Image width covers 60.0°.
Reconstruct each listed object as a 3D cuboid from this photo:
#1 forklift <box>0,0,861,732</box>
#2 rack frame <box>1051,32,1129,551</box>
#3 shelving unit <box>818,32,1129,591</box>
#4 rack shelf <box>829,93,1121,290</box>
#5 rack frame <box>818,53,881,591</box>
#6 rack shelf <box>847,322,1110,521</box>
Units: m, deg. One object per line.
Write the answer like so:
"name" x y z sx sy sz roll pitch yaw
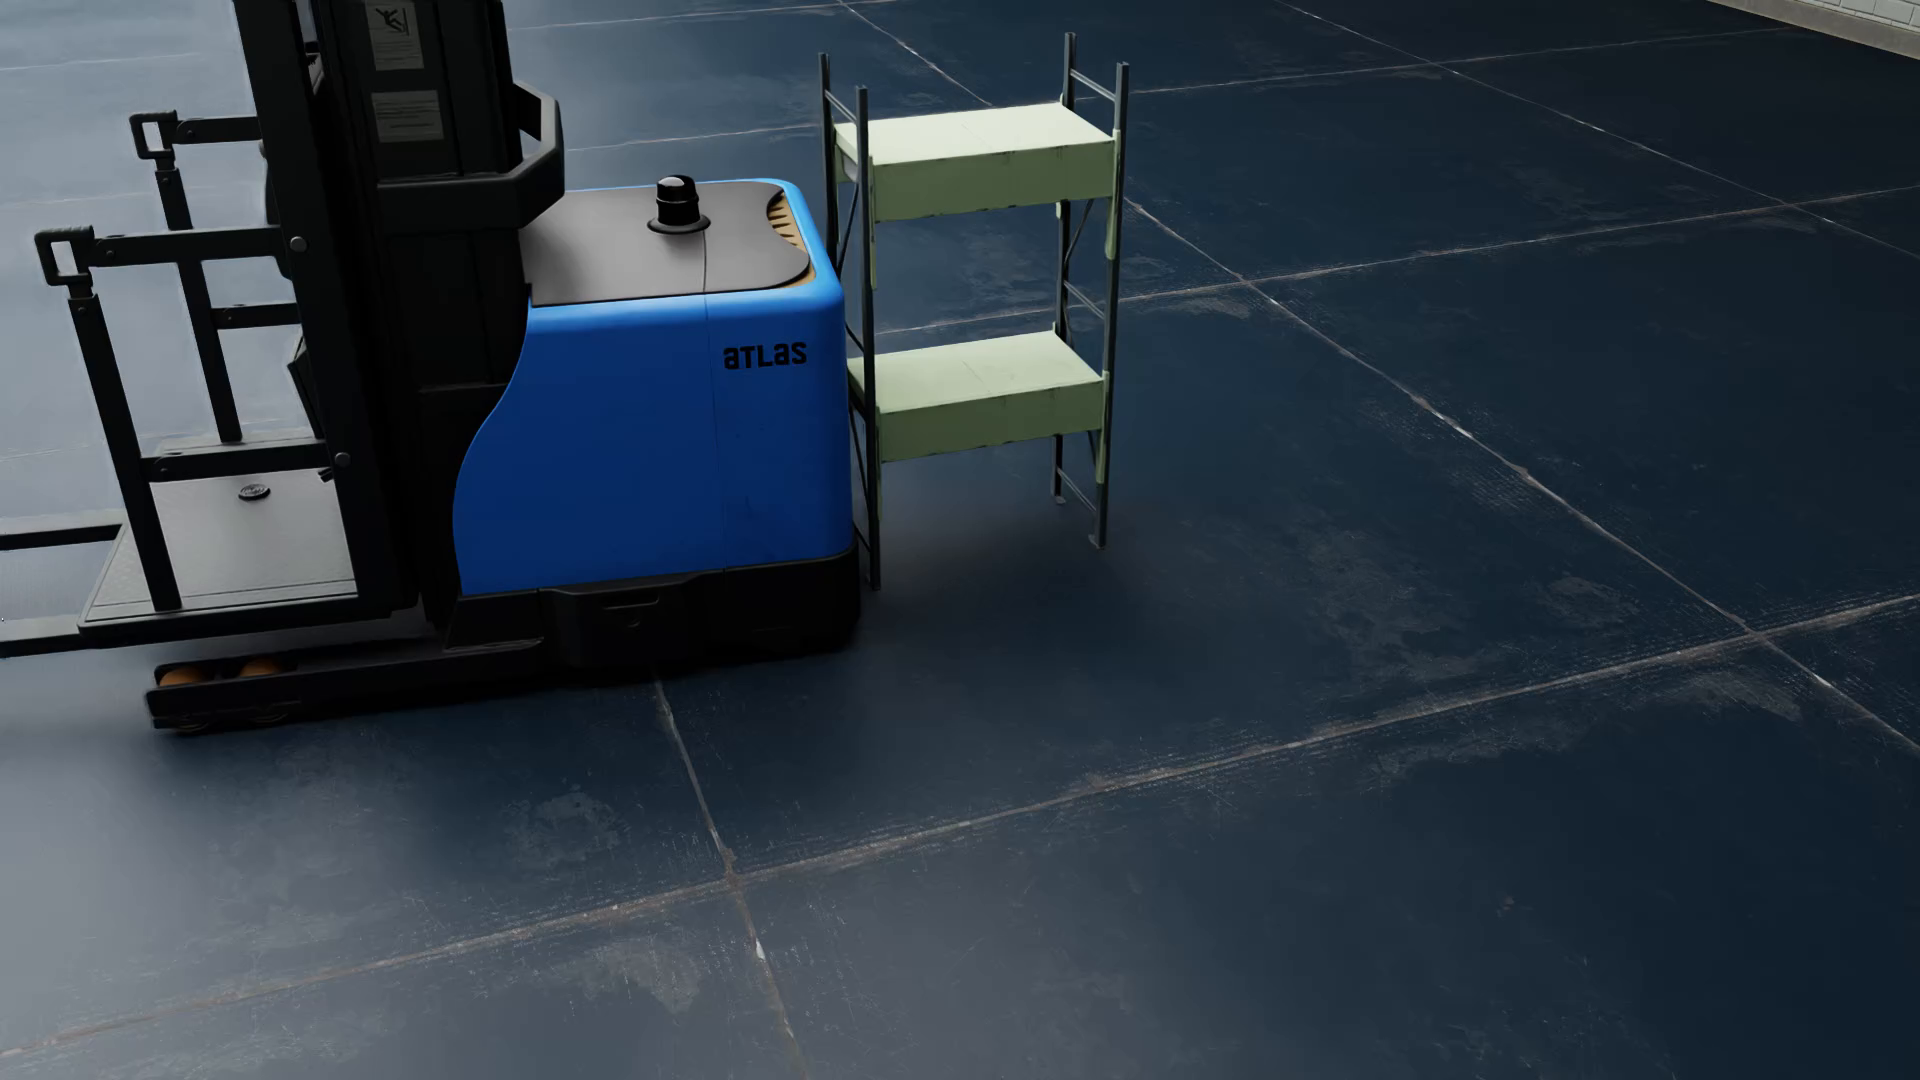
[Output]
"forklift" -1.854 -1.056 4.143 3.031 2.935 1.130 -6 30 -11
"rack frame" 0.378 -0.713 4.987 0.023 1.500 0.400 -10 31 -17
"shelving unit" 0.032 -0.653 4.881 0.755 1.500 0.431 -10 31 -17
"rack shelf" 0.032 -0.992 4.688 0.720 0.370 0.431 -10 31 -17
"rack frame" -0.313 -0.593 4.776 0.023 1.500 0.400 -10 31 -17
"rack shelf" 0.032 -0.370 5.043 0.720 0.370 0.431 -10 31 -17
